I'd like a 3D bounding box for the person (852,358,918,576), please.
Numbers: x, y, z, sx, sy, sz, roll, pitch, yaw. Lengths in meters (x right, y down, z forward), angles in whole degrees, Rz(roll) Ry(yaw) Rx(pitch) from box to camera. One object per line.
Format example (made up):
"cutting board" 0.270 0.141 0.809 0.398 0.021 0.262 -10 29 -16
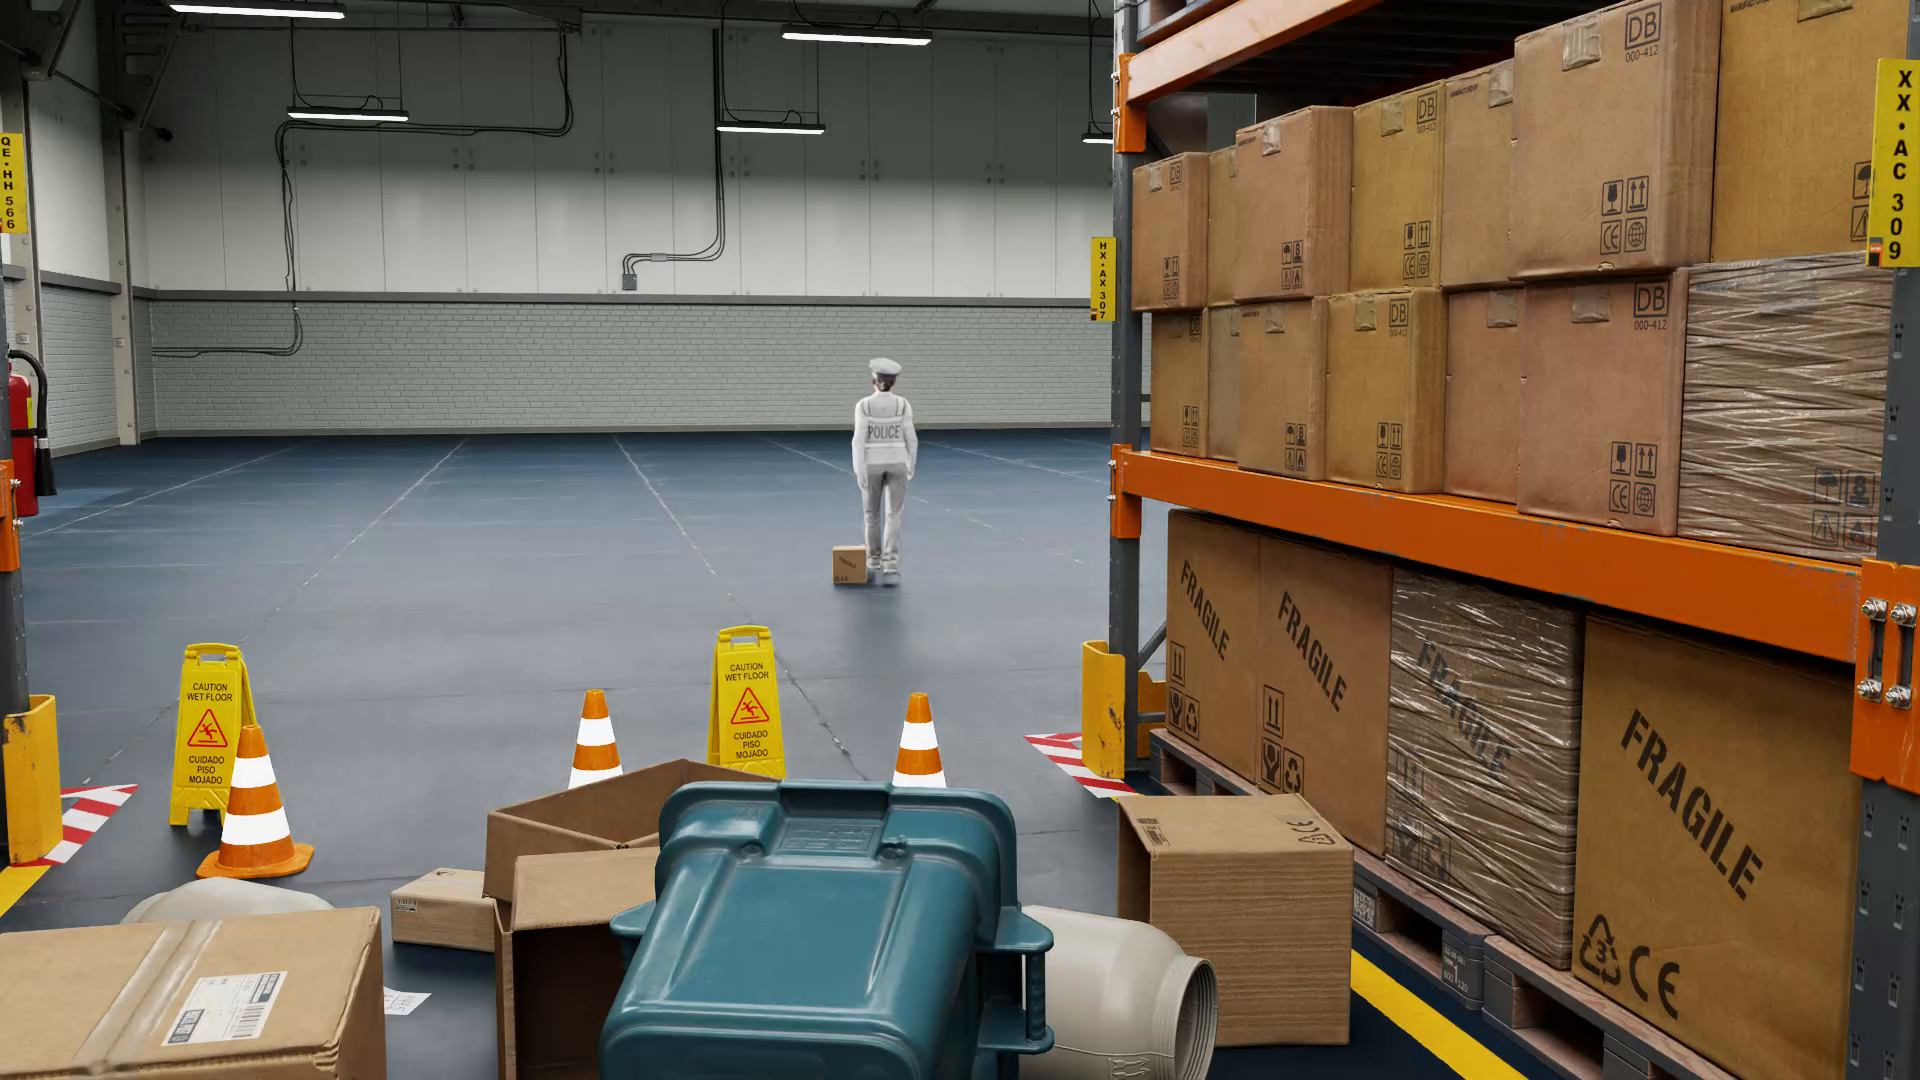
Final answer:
"person" -0.564 -0.561 12.596 0.492 1.634 0.983 0 6 -1
